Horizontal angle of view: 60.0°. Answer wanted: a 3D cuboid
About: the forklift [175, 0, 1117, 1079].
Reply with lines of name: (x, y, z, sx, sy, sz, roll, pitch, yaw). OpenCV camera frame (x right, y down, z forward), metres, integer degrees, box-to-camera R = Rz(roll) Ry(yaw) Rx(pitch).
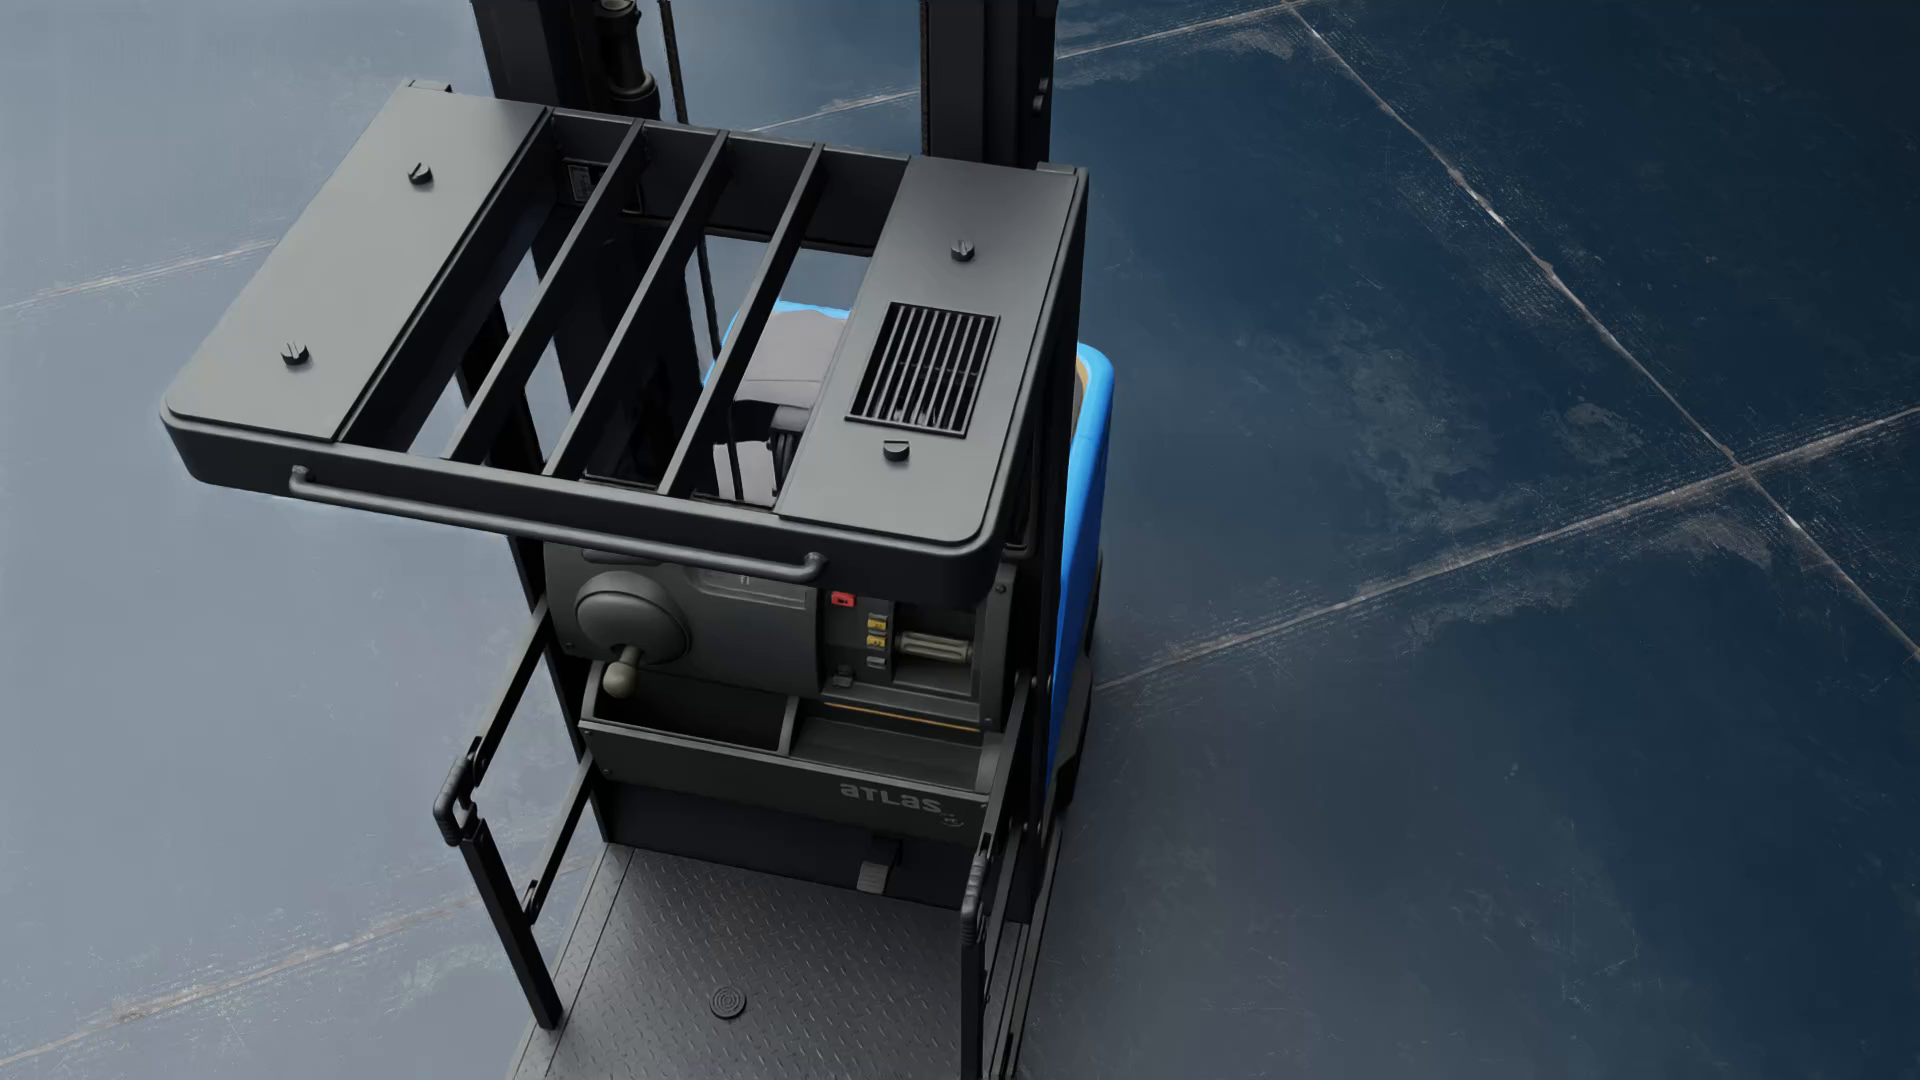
forklift: (-0.394, 0.233, 3.118, 1.130, 2.935, 3.031, 9, 50, 8)
